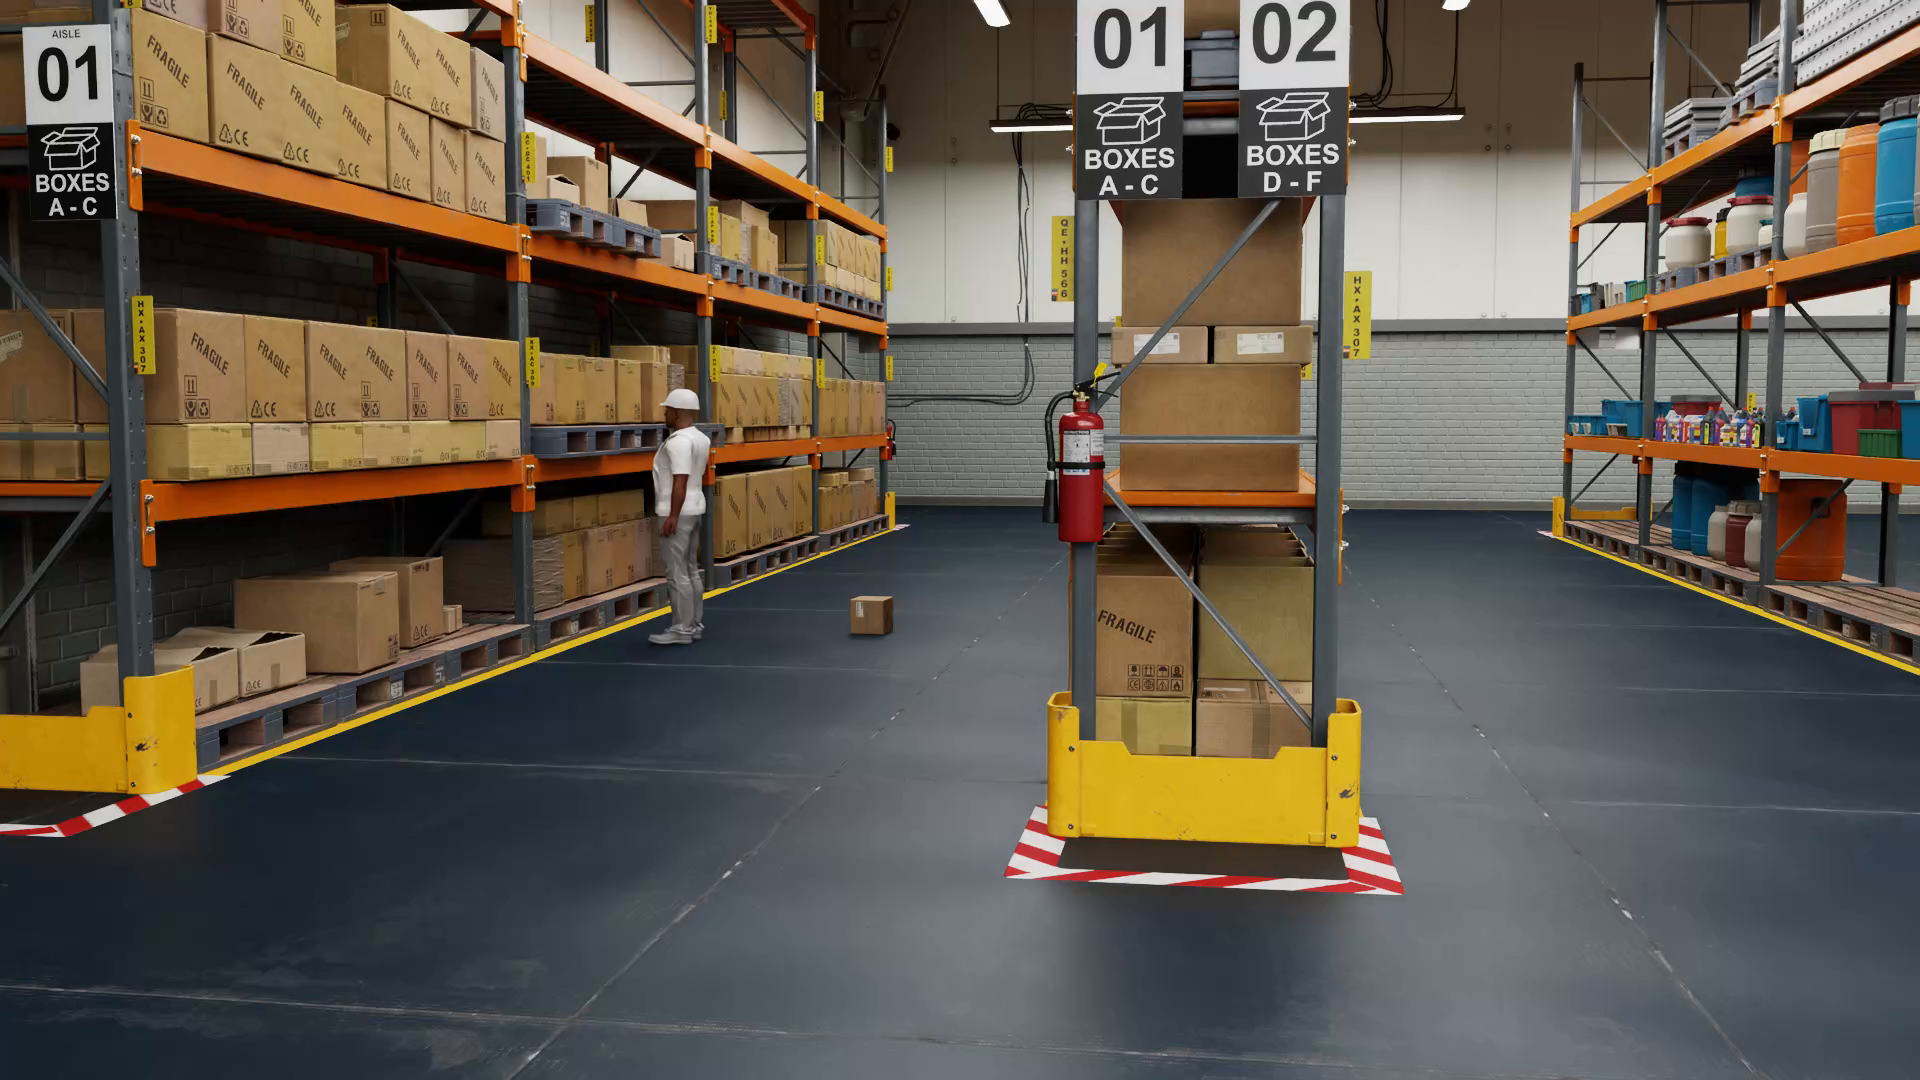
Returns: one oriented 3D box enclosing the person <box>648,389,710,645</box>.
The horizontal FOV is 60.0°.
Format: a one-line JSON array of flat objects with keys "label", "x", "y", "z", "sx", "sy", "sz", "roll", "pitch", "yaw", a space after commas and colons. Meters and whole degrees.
[{"label": "person", "x": -1.965, "y": -0.166, "z": 11.610, "sx": 0.377, "sy": 1.771, "sz": 0.569, "roll": 1, "pitch": 4, "yaw": 8}]
